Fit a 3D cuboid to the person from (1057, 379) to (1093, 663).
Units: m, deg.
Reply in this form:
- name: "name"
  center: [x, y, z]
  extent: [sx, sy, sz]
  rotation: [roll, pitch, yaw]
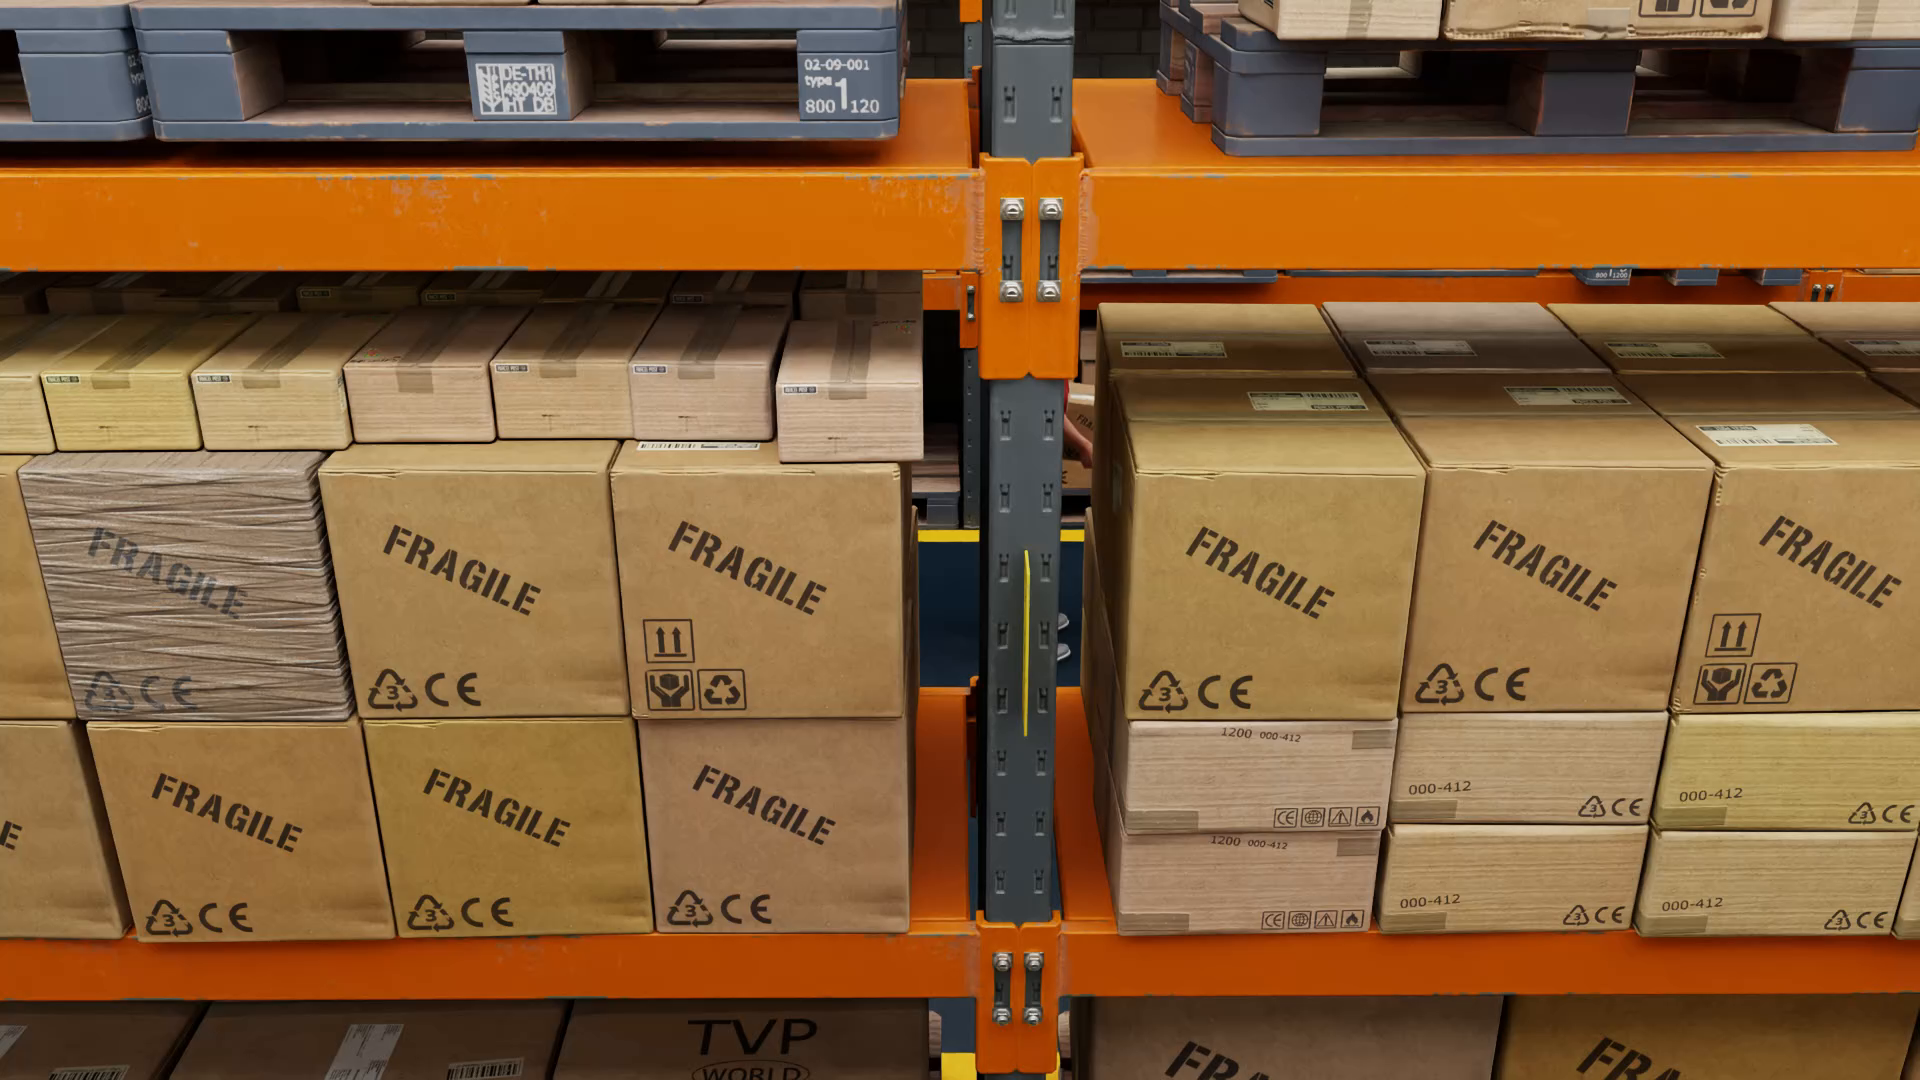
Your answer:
- name: "person"
  center: [0.369, -0.343, 6.910]
  extent: [0.537, 1.715, 0.494]
  rotation: [0, 24, 1]
